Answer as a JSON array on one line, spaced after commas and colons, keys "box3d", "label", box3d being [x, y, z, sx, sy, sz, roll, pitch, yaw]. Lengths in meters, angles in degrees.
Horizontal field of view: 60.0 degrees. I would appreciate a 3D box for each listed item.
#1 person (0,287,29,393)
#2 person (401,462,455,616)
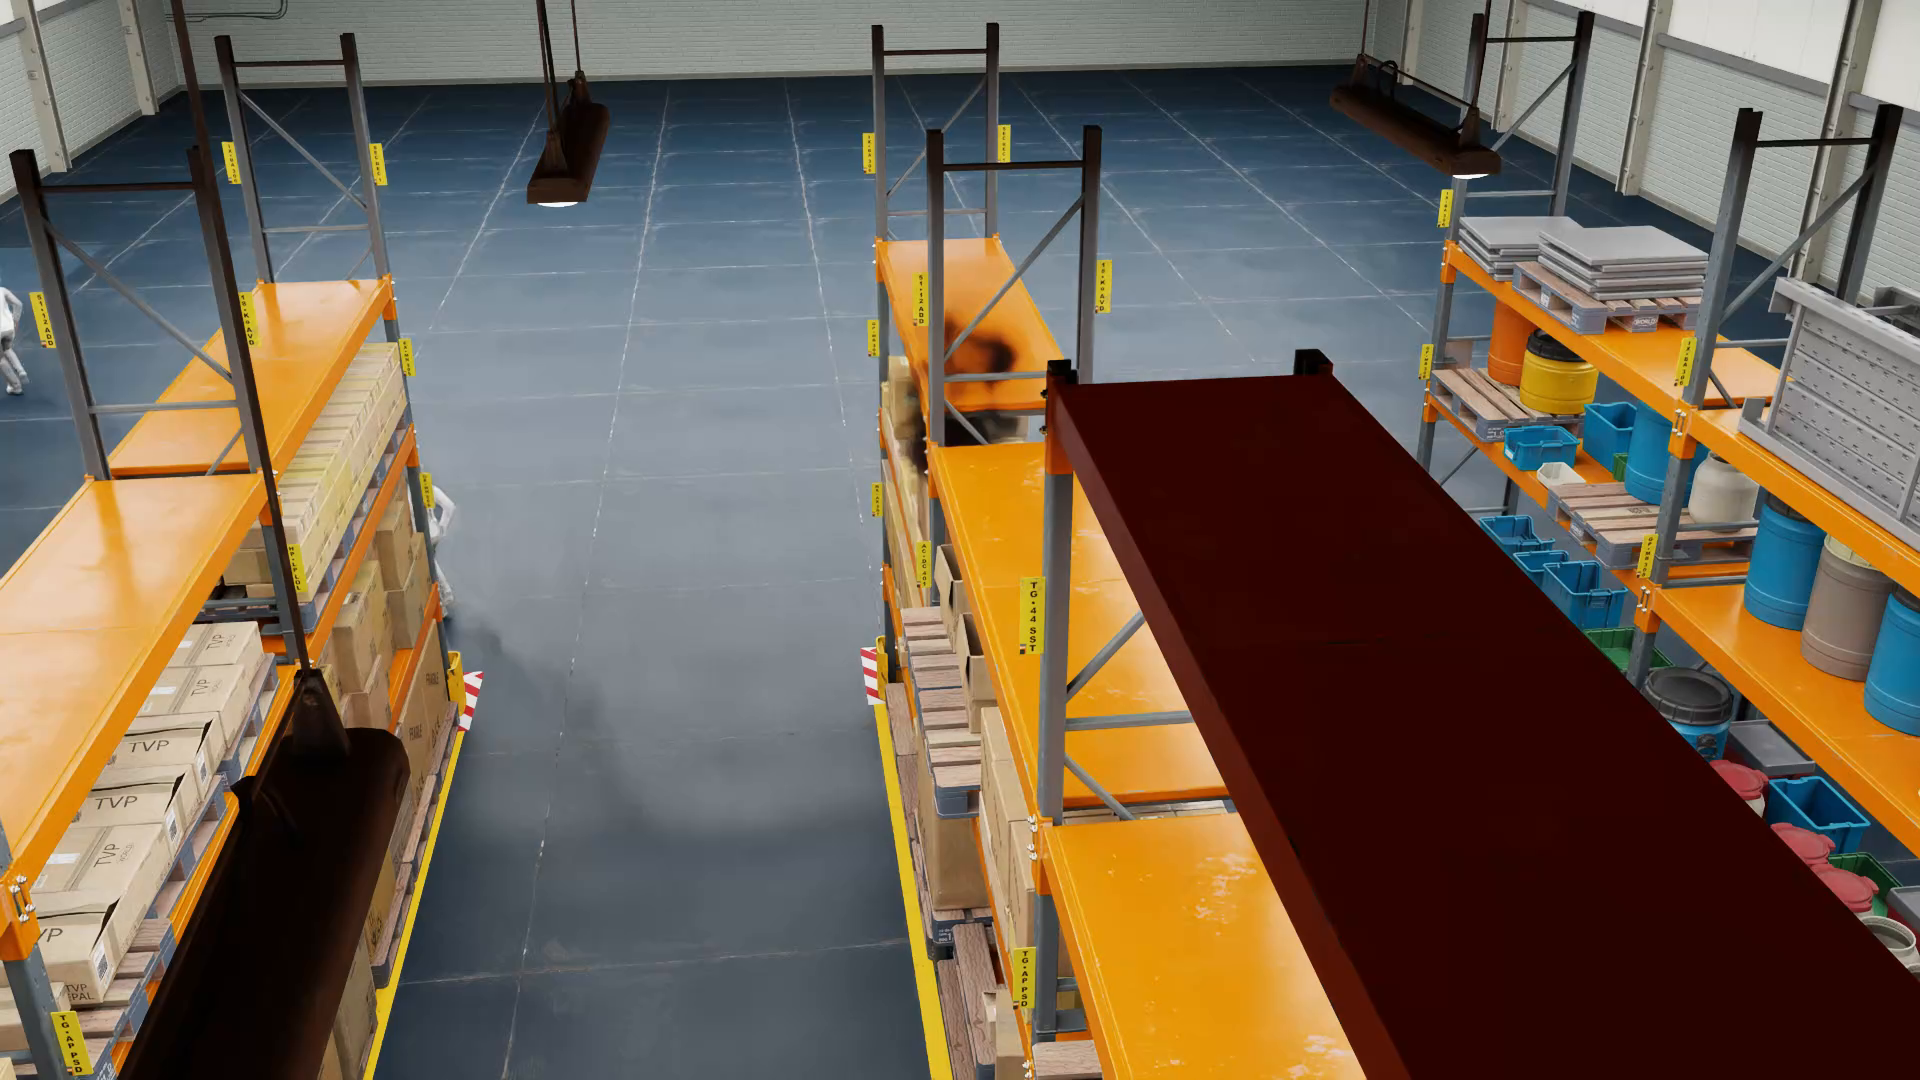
[{"box3d": [-13.036, -2.852, 22.457, 0.601, 1.740, 0.667, 17, 31, 32], "label": "person"}, {"box3d": [-5.417, -0.039, 16.649, 0.577, 1.666, 0.624, 20, 32, 36], "label": "person"}]
